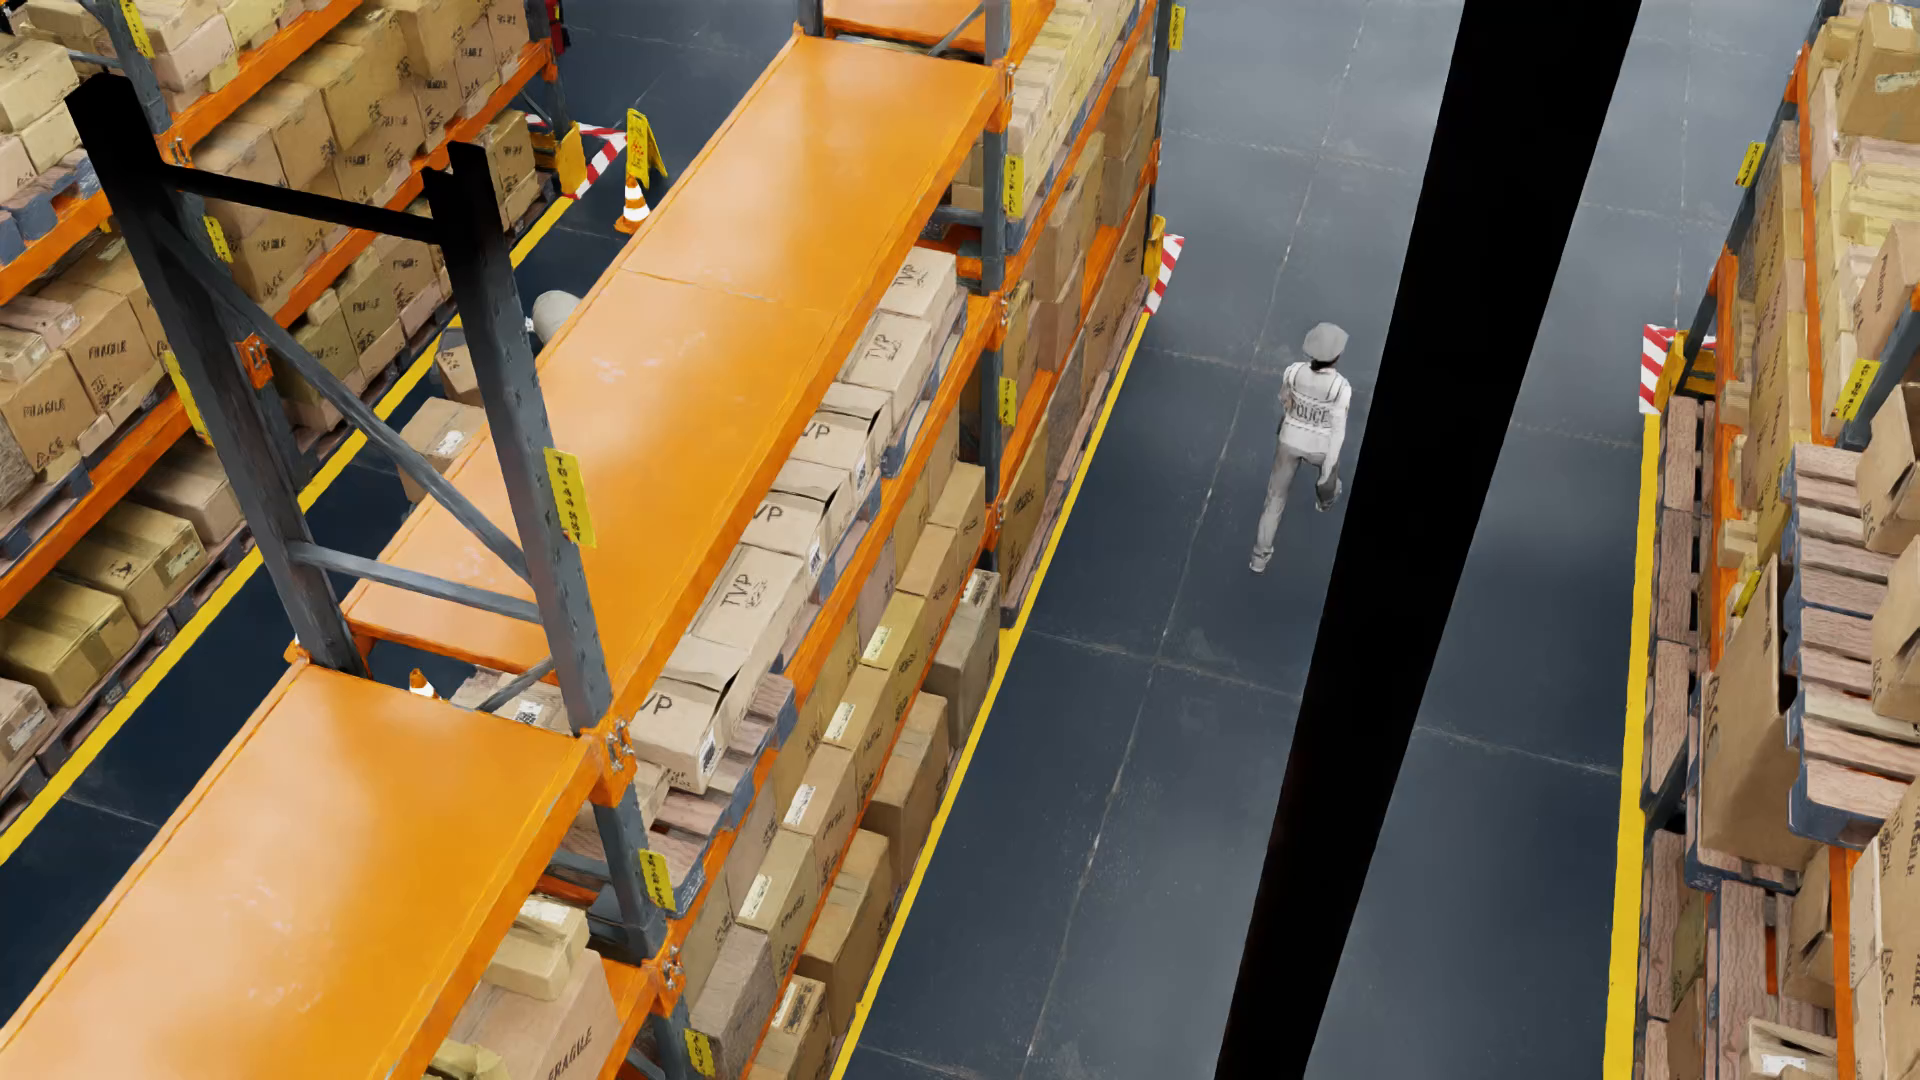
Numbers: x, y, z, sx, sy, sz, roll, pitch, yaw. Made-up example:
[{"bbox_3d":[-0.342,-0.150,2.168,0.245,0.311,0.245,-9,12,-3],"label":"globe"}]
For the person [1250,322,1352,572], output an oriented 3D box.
[{"bbox_3d":[2.141,-0.647,10.242,0.481,1.614,1.007,20,49,18],"label":"person"}]
